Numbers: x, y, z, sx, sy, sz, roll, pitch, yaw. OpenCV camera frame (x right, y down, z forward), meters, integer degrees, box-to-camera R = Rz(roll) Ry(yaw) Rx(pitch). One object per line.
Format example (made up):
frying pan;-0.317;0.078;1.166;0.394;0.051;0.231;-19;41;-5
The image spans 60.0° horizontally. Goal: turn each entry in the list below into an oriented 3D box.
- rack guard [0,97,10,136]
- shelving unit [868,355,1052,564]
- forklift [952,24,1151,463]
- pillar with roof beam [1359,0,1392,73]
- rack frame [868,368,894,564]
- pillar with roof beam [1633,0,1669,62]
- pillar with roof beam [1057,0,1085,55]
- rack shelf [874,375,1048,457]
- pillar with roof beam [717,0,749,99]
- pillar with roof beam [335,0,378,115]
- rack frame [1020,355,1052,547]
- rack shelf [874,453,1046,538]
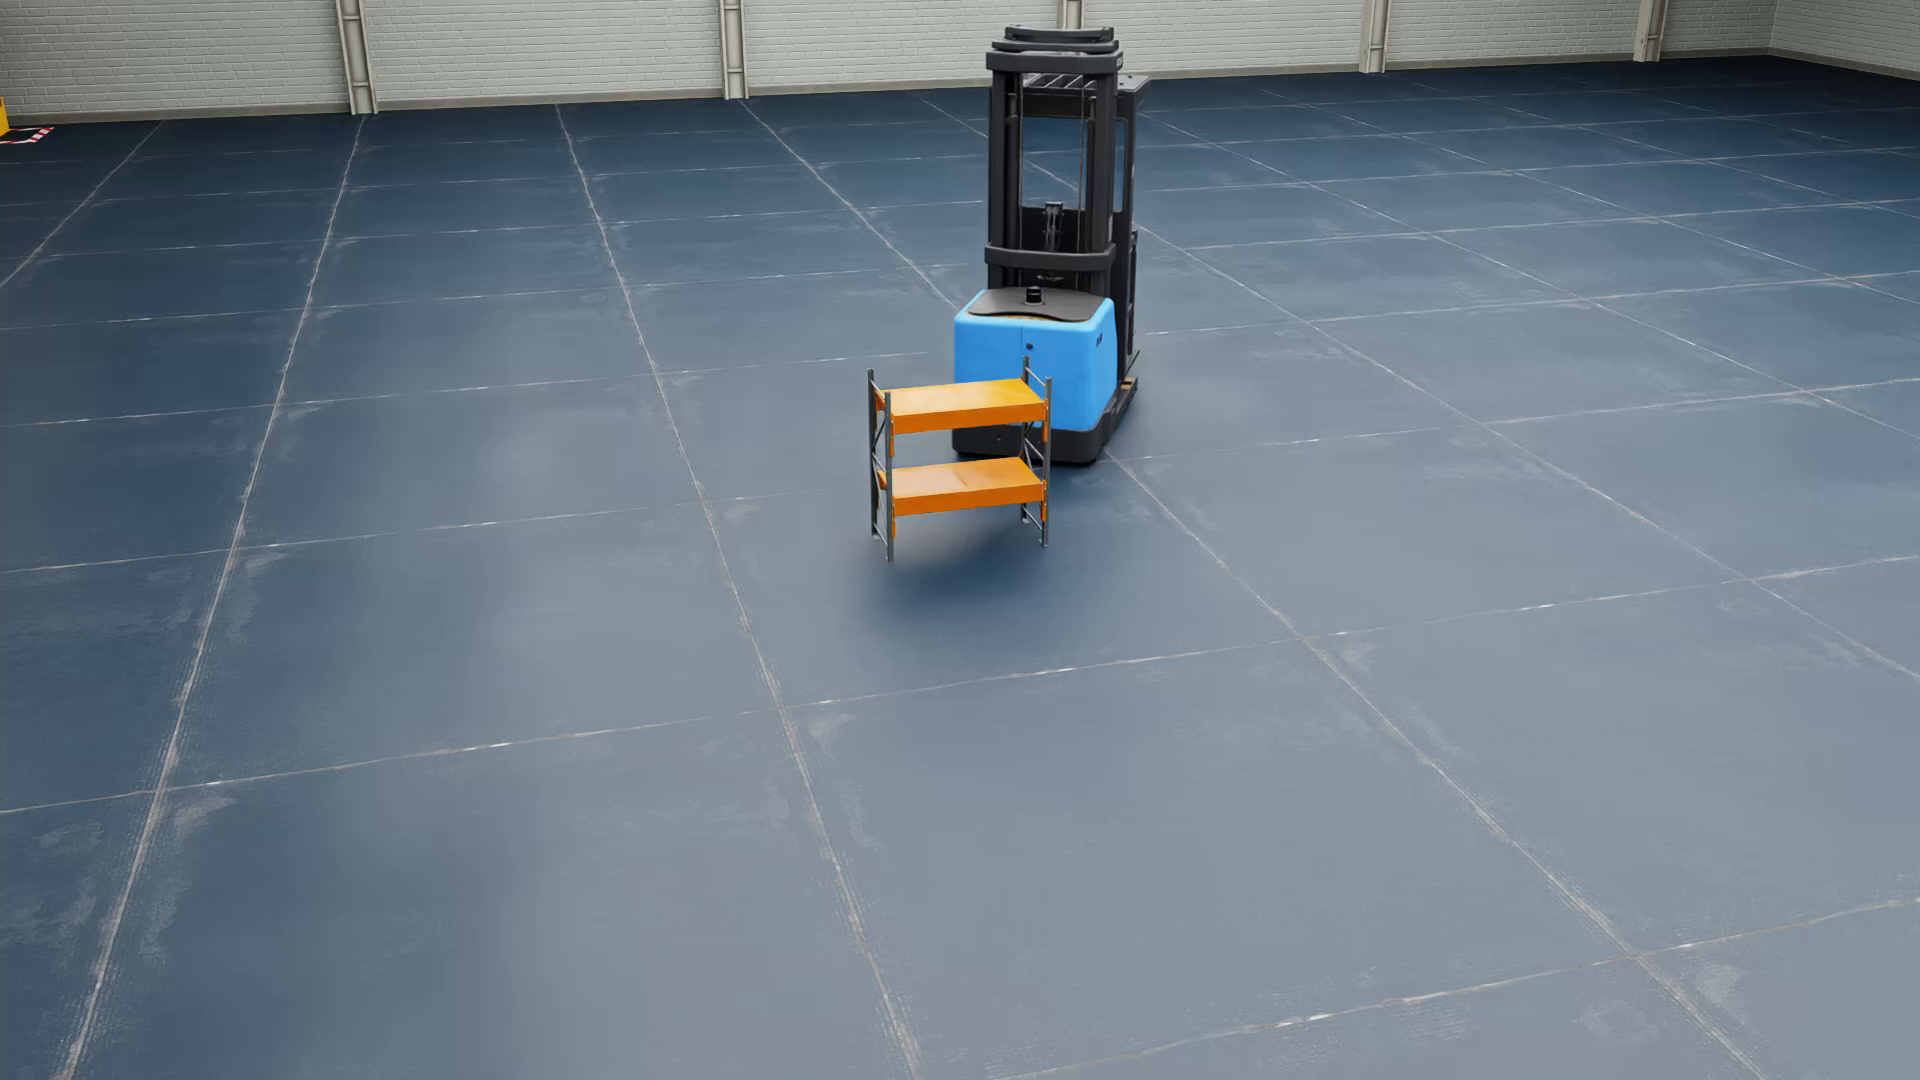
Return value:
rack guard;-14.435;-6.219;24.609;0.348;0.500;1.175;-6;24;-14
shelving unit;-0.007;-0.516;10.527;1.048;1.125;0.538;-6;24;-14
forklift;0.813;-2.450;12.744;1.130;2.935;3.031;6;24;14
pillar with roof beam;8.899;-11.312;25.700;0.400;9.000;9.100;-6;24;-14
rack frame;-0.496;-0.462;10.400;0.032;1.125;0.500;-6;24;-14
pillar with roof beam;14.676;-11.951;27.190;0.400;9.000;9.100;-6;24;-14
pillar with roof beam;3.122;-10.673;24.211;0.400;9.000;9.100;-6;24;-14
rack shelf;-0.007;-0.785;10.411;1.000;0.278;0.538;-6;24;-14
pillar with roof beam;-2.655;-10.034;22.722;0.400;9.000;9.100;-6;24;-14
pillar with roof beam;-8.432;-9.394;21.232;0.400;9.000;9.100;-6;24;-14
rack frame;0.483;-0.570;10.653;0.032;1.125;0.500;-6;24;-14
rack shelf;-0.007;-0.292;10.623;1.000;0.278;0.538;-6;24;-14
